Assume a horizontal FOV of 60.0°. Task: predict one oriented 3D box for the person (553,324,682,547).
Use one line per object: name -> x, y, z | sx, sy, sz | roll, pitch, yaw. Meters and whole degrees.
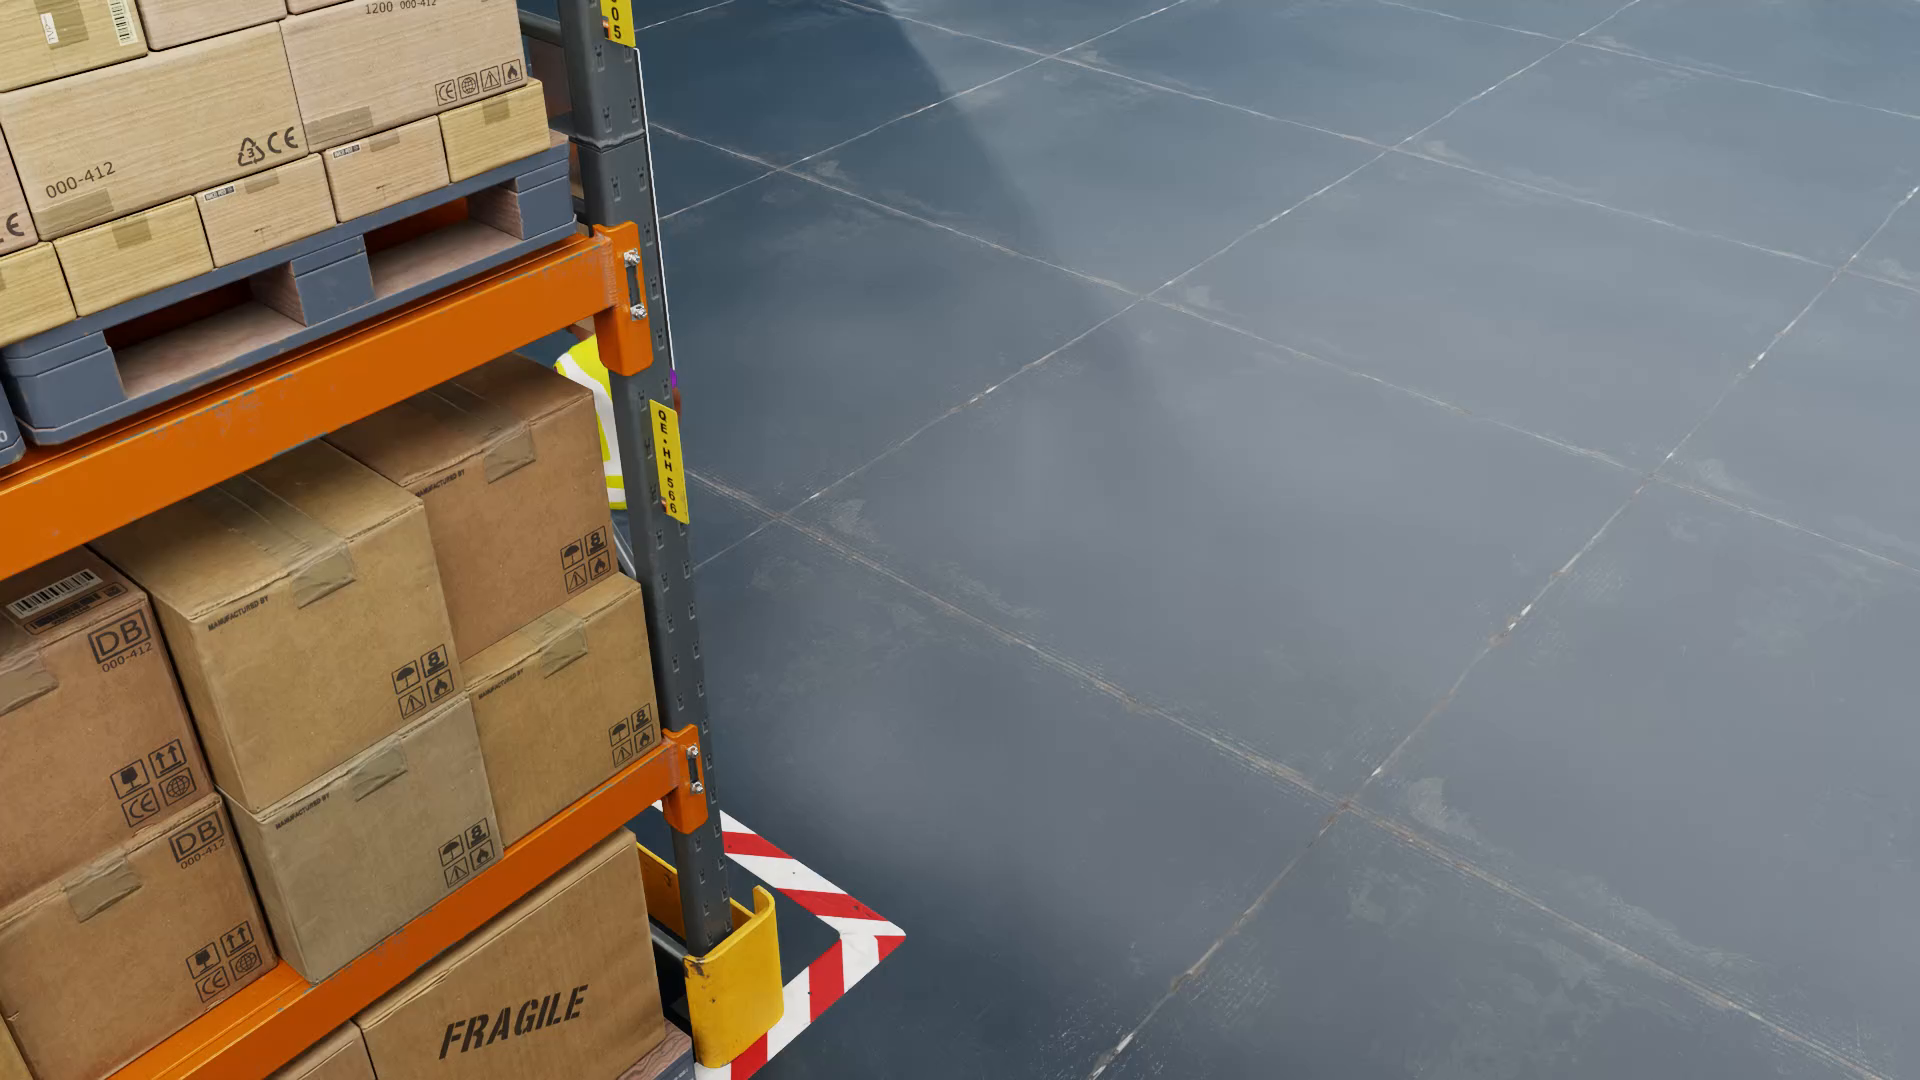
person -> -1.341, -0.266, 6.511 | 0.462, 1.760, 0.635 | 25, 42, 31
